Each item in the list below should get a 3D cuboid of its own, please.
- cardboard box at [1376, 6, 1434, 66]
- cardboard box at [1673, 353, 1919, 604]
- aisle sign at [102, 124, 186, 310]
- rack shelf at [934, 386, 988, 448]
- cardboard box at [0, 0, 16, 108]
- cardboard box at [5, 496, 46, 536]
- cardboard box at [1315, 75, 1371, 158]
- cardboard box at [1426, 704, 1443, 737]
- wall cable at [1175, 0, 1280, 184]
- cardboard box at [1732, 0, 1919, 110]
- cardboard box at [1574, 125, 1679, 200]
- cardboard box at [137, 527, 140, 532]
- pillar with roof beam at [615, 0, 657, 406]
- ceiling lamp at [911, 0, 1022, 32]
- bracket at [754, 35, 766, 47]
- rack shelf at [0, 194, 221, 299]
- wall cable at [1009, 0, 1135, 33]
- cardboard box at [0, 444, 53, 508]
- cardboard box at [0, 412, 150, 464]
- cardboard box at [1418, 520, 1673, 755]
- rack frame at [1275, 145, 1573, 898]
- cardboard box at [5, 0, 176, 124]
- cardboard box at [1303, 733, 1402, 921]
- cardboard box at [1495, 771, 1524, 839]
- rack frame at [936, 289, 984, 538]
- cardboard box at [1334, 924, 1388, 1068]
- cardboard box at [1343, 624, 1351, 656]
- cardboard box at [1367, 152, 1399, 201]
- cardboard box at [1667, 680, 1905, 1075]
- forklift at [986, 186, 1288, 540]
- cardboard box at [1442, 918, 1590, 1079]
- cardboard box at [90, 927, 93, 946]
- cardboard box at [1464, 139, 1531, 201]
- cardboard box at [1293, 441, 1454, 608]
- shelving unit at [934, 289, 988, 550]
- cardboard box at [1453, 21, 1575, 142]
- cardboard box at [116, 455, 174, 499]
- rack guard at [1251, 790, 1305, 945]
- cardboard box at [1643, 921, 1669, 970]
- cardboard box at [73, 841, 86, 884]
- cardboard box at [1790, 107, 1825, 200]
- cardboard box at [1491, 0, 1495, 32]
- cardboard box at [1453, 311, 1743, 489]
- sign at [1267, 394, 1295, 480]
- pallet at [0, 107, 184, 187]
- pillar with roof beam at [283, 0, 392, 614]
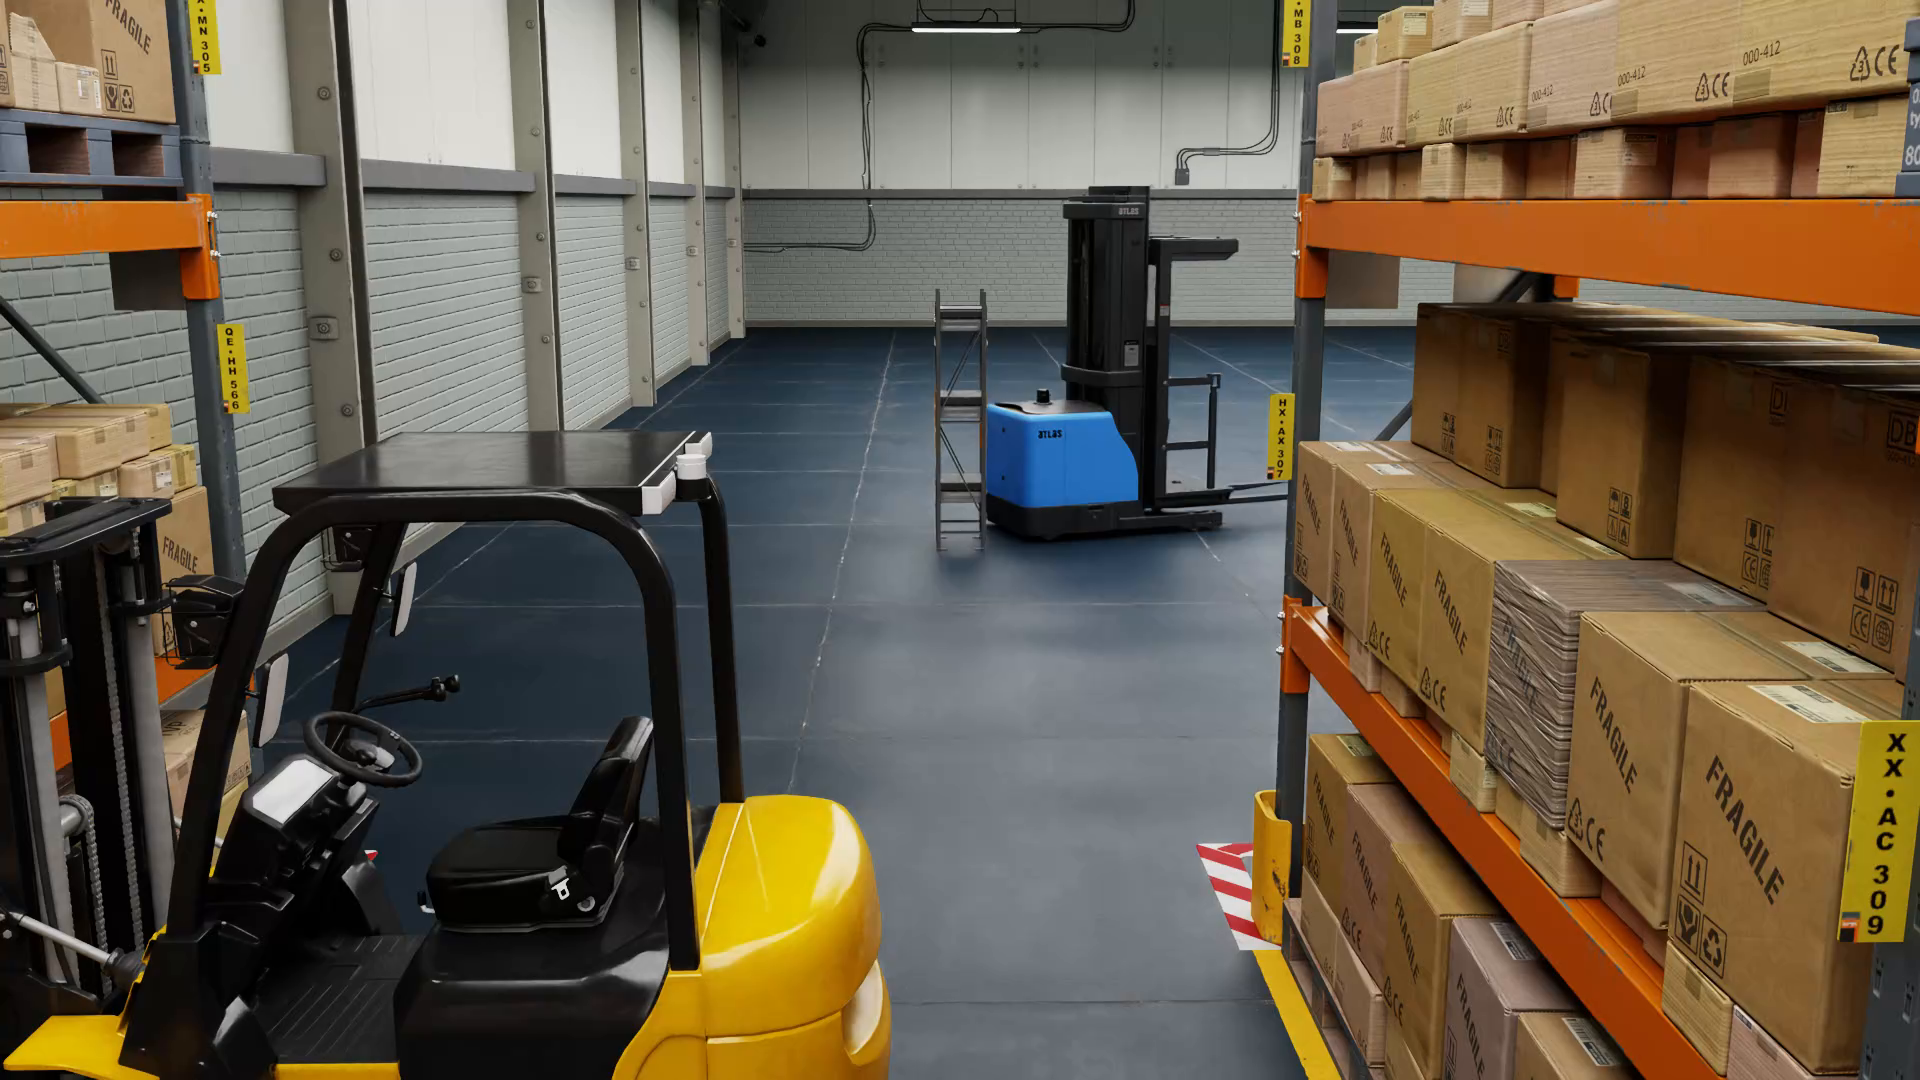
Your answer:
[{"bbox_3d":[1.450,-1.482,4.901,0.380,0.149,0.250,0,11,-1],"label":"cardboard box"},{"bbox_3d":[2.070,-0.145,3.717,0.700,0.500,0.500,0,11,-2],"label":"cardboard box"},{"bbox_3d":[-2.919,-1.233,6.053,0.394,0.787,0.004,0,11,-1],"label":"aisle sign"},{"bbox_3d":[0.003,-0.983,13.691,0.431,0.518,0.480,0,11,-1],"label":"rack shelf"},{"bbox_3d":[-3.037,-1.427,4.447,0.700,0.500,0.500,0,11,-1],"label":"cardboard box"},{"bbox_3d":[-2.898,-0.039,4.824,0.380,0.149,0.250,-1,11,-3],"label":"cardboard box"},{"bbox_3d":[1.496,-1.407,5.535,0.500,0.250,0.500,0,11,-2],"label":"cardboard box"},{"bbox_3d":[1.559,0.483,4.765,0.380,0.149,0.250,0,11,1],"label":"cardboard box"},{"bbox_3d":[6.035,-11.000,37.091,2.305,6.003,0.169,0,11,-1],"label":"wall cable"},{"bbox_3d":[1.556,-0.800,2.542,0.500,0.250,0.500,0,11,-2],"label":"cardboard box"},{"bbox_3d":[1.516,-0.784,3.465,0.380,0.149,0.250,0,11,0],"label":"cardboard box"},{"bbox_3d":[-2.937,0.206,5.246,0.500,0.500,0.500,0,11,1],"label":"cardboard box"},{"bbox_3d":[-0.165,-6.338,22.669,9.100,9.000,0.400,0,11,-1],"label":"pillar with roof beam"},{"bbox_3d":[0.111,-10.818,30.069,2.000,3.185,0.800,0,11,-1],"label":"ceiling lamp"},{"bbox_3d":[-4.420,-11.025,36.718,0.235,0.232,0.430,0,11,-1],"label":"bracket"},{"bbox_3d":[-3.170,-0.665,4.055,1.077,0.370,4.000,0,11,-1],"label":"rack shelf"},{"bbox_3d":[2.343,-12.503,36.725,3.097,2.526,0.112,0,11,-1],"label":"wall cable"},{"bbox_3d":[-2.877,-0.185,4.796,0.380,0.149,0.250,0,11,0],"label":"cardboard box"},{"bbox_3d":[-2.957,-0.338,5.550,0.380,0.149,0.250,0,11,-1],"label":"cardboard box"},{"bbox_3d":[1.529,0.240,4.332,0.500,0.500,0.500,0,11,-2],"label":"cardboard box"},{"bbox_3d":[1.752,0.034,6.346,1.000,3.000,0.127,0,11,-1],"label":"rack frame"},{"bbox_3d":[-2.958,-1.631,5.453,0.500,0.500,0.500,0,11,1],"label":"cardboard box"},{"bbox_3d":[1.493,0.975,5.684,0.500,0.500,0.500,-1,11,-3],"label":"cardboard box"},{"bbox_3d":[1.523,0.637,4.007,0.380,0.149,0.250,0,11,-2],"label":"cardboard box"},{"bbox_3d":[-0.002,-1.045,13.927,0.400,2.100,0.015,0,11,-1],"label":"rack frame"},{"bbox_3d":[1.495,1.439,5.281,0.500,0.250,0.500,0,11,1],"label":"cardboard box"},{"bbox_3d":[1.496,0.329,5.525,0.380,0.149,0.250,-1,11,-3],"label":"cardboard box"},{"bbox_3d":[1.500,-1.141,5.225,0.380,0.149,0.250,0,11,0],"label":"cardboard box"},{"bbox_3d":[1.577,0.547,2.817,0.500,0.500,0.500,-1,11,-3],"label":"cardboard box"},{"bbox_3d":[1.747,-1.600,14.576,3.031,2.935,1.130,-5,12,-21],"label":"forklift"},{"bbox_3d":[1.530,1.285,4.156,0.500,0.500,0.500,0,11,2],"label":"cardboard box"},{"bbox_3d":[-2.857,1.250,4.956,0.500,0.250,0.500,0,11,-2],"label":"cardboard box"},{"bbox_3d":[1.511,-0.936,4.218,0.380,0.149,0.250,-1,11,-3],"label":"cardboard box"},{"bbox_3d":[1.484,-0.065,5.837,0.500,0.500,0.500,0,11,-2],"label":"cardboard box"},{"bbox_3d":[0.003,-0.996,13.688,0.431,2.100,0.503,0,11,-1],"label":"shelving unit"},{"bbox_3d":[1.523,-1.102,4.033,0.500,0.250,0.500,0,11,0],"label":"cardboard box"},{"bbox_3d":[-2.889,-0.193,5.583,0.380,0.149,0.250,0,11,0],"label":"cardboard box"},{"bbox_3d":[1.753,1.274,6.520,1.175,0.500,0.348,0,11,-1],"label":"rack guard"},{"bbox_3d":[1.584,0.788,3.262,0.380,0.149,0.250,0,11,-1],"label":"cardboard box"},{"bbox_3d":[-2.853,0.999,4.935,0.500,0.250,0.500,0,11,0],"label":"cardboard box"},{"bbox_3d":[1.606,-0.630,2.705,0.380,0.149,0.250,0,11,0],"label":"cardboard box"},{"bbox_3d":[1.555,-1.329,4.149,0.380,0.149,0.250,0,11,0],"label":"cardboard box"},{"bbox_3d":[1.983,-0.449,5.215,0.700,0.500,0.500,0,11,-1],"label":"cardboard box"},{"bbox_3d":[1.209,-0.388,6.249,0.100,0.325,0.005,0,11,-1],"label":"sign"},{"bbox_3d":[-3.222,-1.231,5.259,1.003,0.211,1.213,0,11,-1],"label":"pallet"},{"bbox_3d":[0.083,-3.953,10.911,9.100,9.000,0.400,0,11,-1],"label":"pillar with roof beam"}]
